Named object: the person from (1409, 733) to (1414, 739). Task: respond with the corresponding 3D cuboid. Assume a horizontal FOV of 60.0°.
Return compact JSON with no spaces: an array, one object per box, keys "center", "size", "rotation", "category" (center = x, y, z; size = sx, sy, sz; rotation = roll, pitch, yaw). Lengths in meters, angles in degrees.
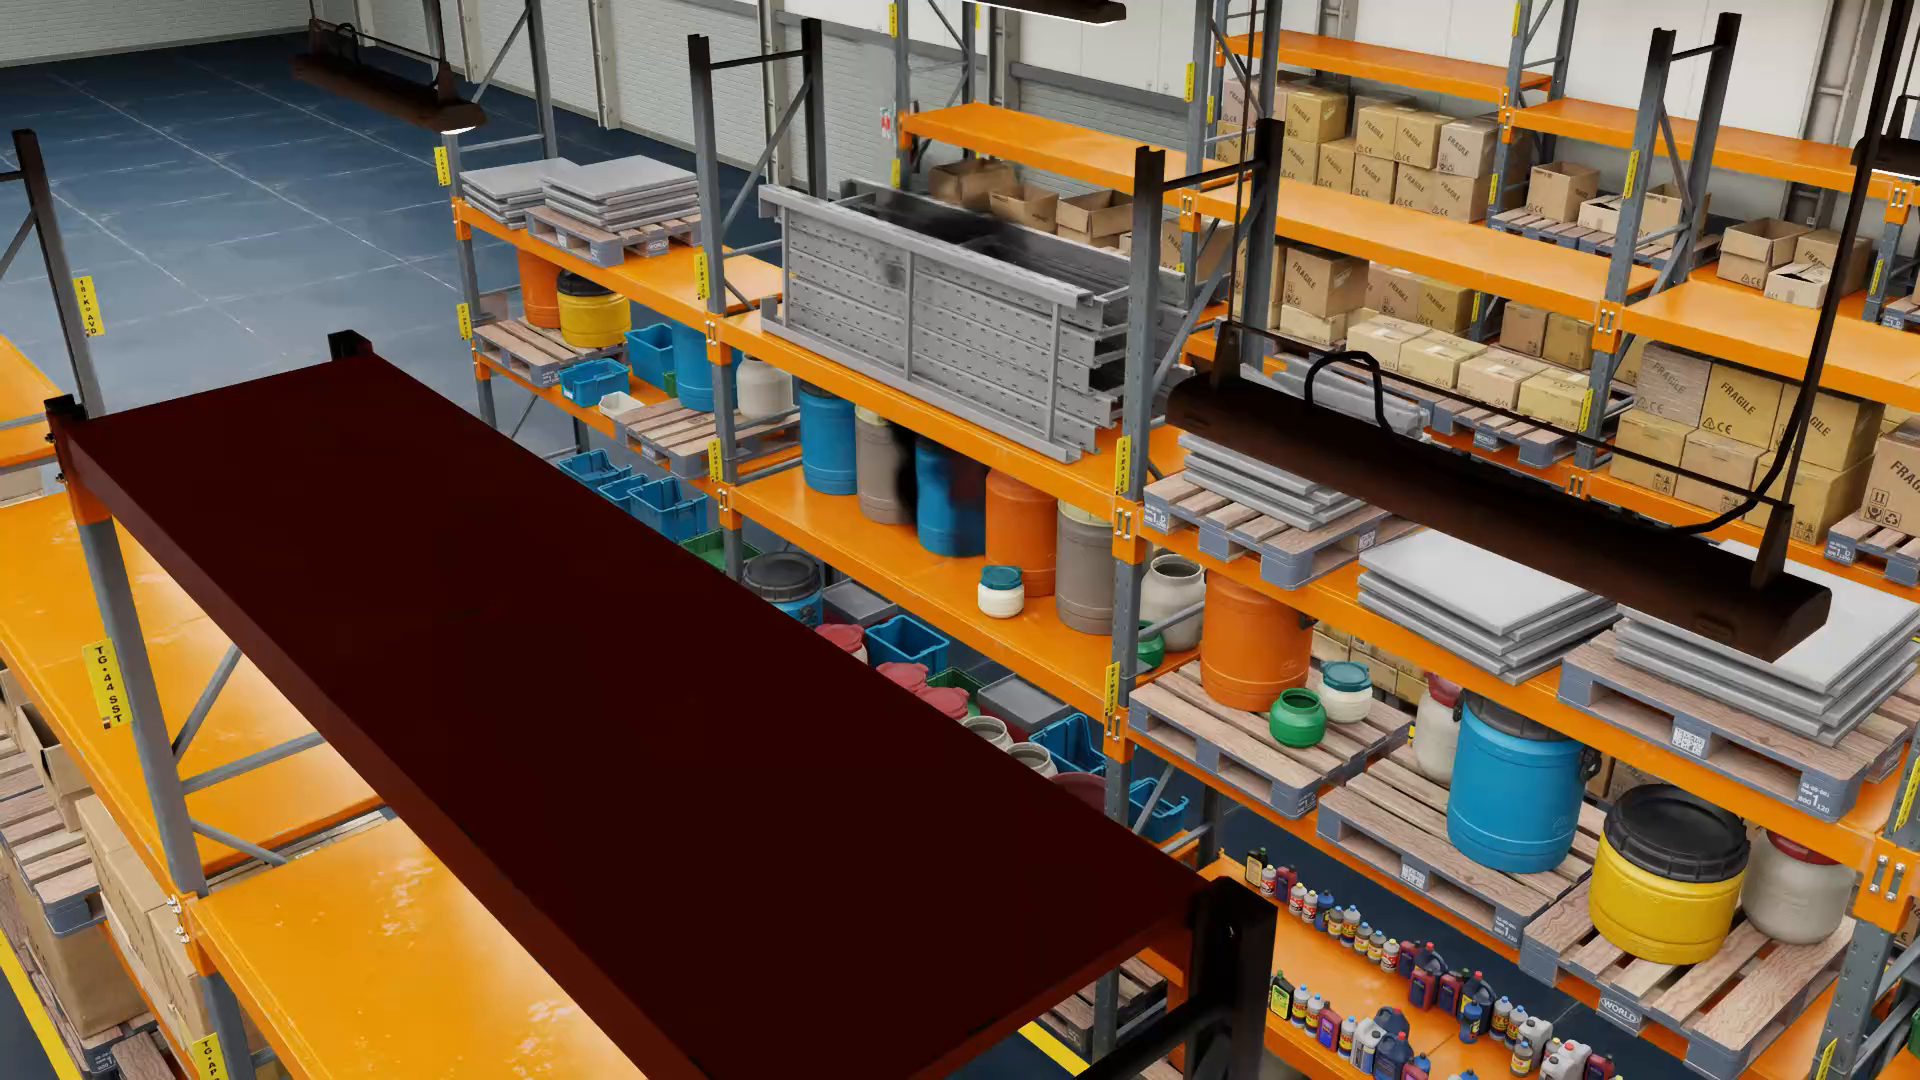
[{"center":[3.386,1.860,12.049],"size":[0.764,1.755,0.549],"rotation":[21,34,35],"category":"person"}]
